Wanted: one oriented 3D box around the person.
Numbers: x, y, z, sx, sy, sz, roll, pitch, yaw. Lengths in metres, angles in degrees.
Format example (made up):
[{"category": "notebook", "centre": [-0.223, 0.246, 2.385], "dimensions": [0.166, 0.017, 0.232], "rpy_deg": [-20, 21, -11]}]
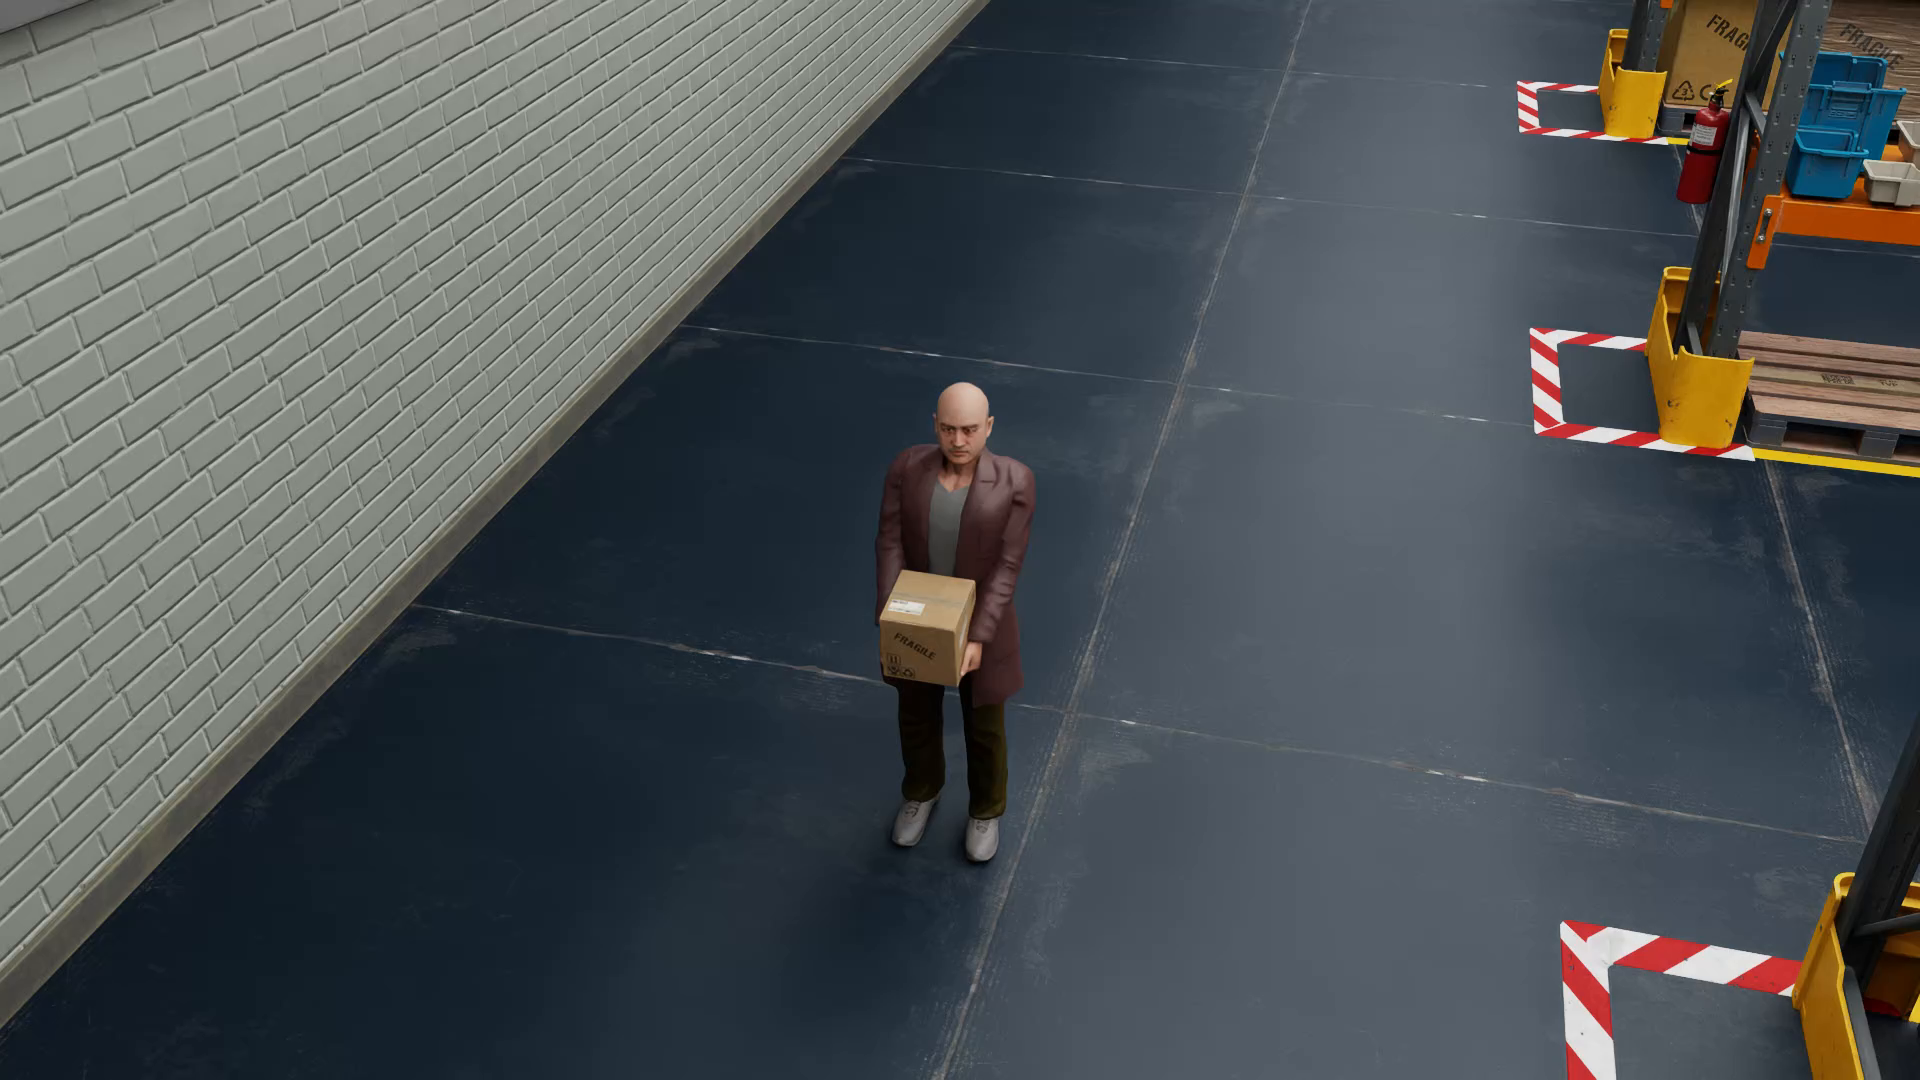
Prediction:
[{"category": "person", "centre": [-0.044, 0.342, 5.616], "dimensions": [0.527, 1.776, 0.545], "rpy_deg": [8, 33, 13]}]
